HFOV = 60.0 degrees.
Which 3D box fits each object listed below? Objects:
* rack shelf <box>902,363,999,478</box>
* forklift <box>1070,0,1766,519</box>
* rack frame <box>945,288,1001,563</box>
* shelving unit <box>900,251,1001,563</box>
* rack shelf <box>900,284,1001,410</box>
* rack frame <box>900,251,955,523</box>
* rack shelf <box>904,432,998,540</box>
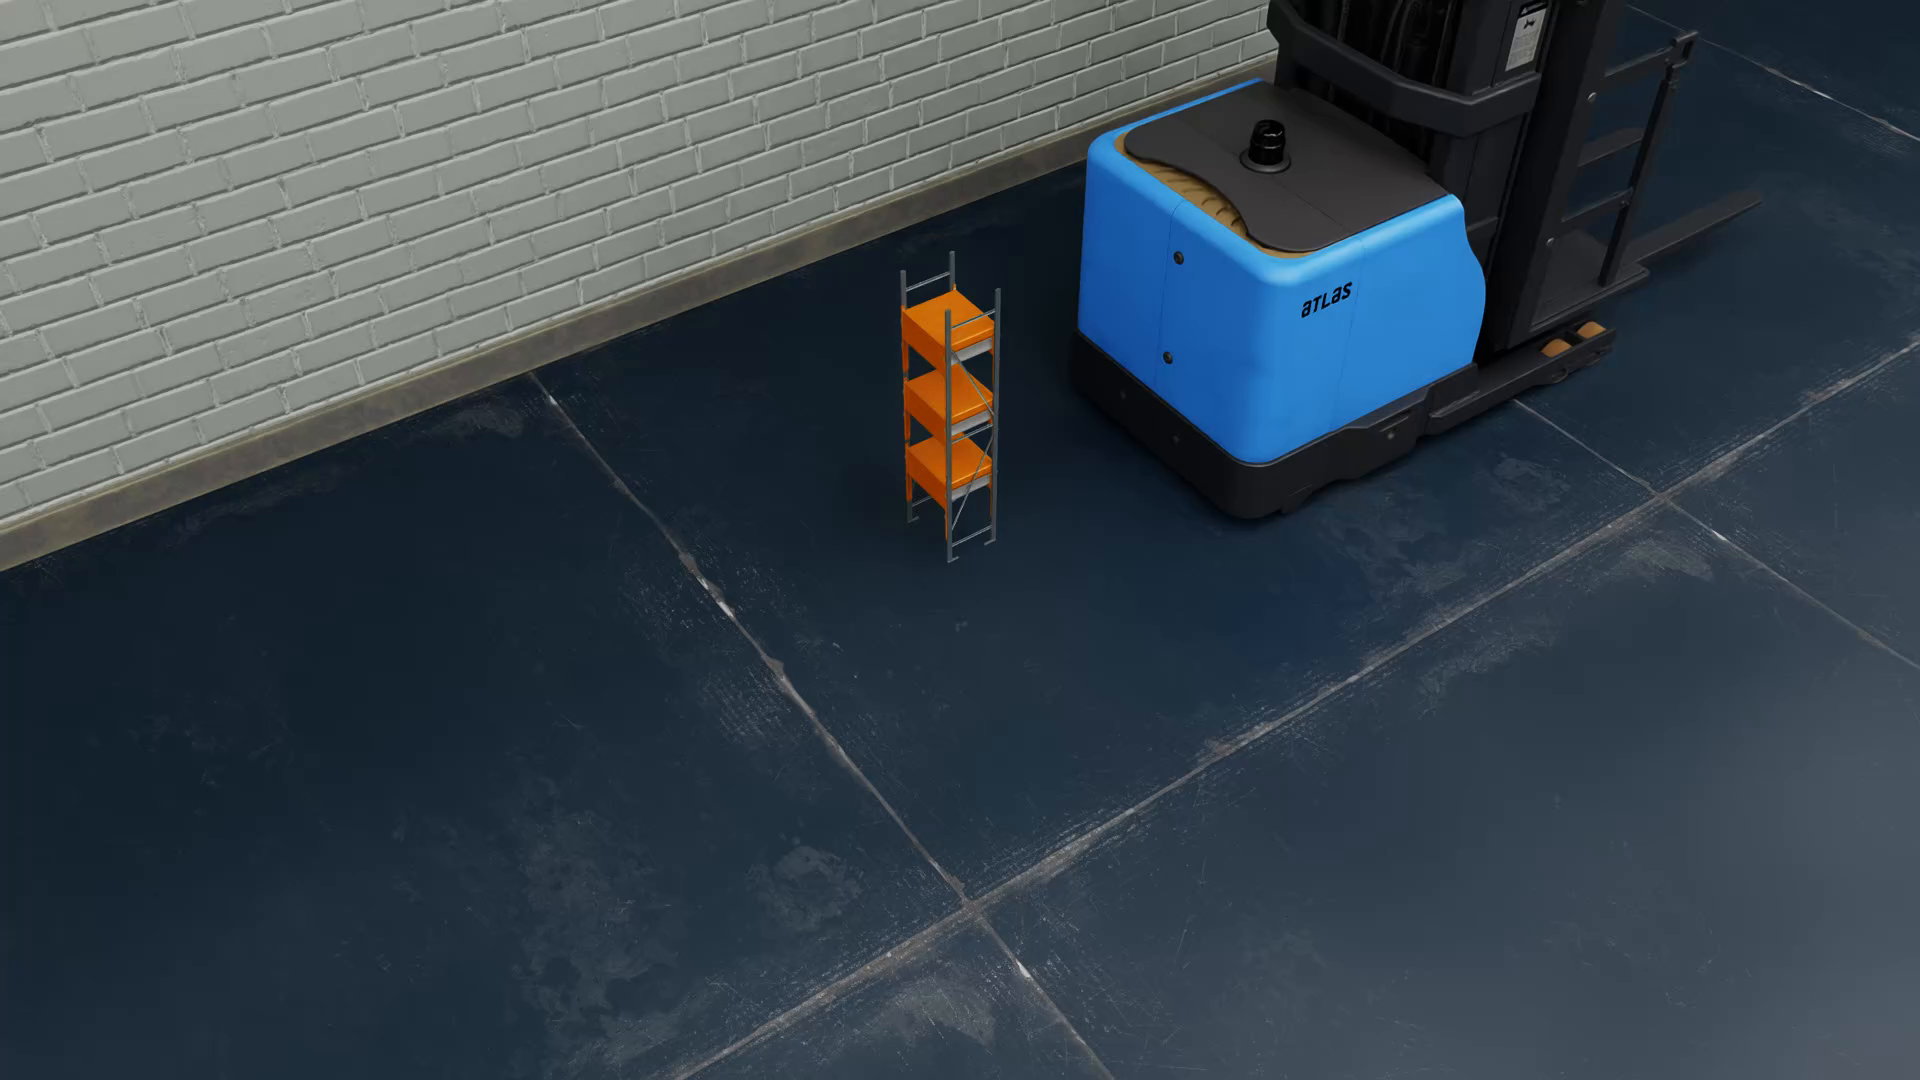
[{"bbox_3d":[-0.031,-0.402,5.427,0.215,0.259,0.240,-26,49,-24],"label":"rack shelf"},{"bbox_3d":[1.923,-1.940,5.659,3.031,2.935,1.130,-25,49,-24],"label":"forklift"},{"bbox_3d":[0.039,-0.341,5.347,0.200,1.050,0.008,-26,49,-24],"label":"rack frame"},{"bbox_3d":[-0.031,-0.410,5.419,0.215,1.050,0.252,-26,49,-24],"label":"shelving unit"},{"bbox_3d":[-0.031,-0.608,5.231,0.215,0.259,0.240,-26,49,-24],"label":"rack shelf"},{"bbox_3d":[-0.100,-0.479,5.492,0.200,1.050,0.008,-26,49,-24],"label":"rack frame"},{"bbox_3d":[-0.031,-0.201,5.618,0.215,0.259,0.240,-26,49,-24],"label":"rack shelf"}]
